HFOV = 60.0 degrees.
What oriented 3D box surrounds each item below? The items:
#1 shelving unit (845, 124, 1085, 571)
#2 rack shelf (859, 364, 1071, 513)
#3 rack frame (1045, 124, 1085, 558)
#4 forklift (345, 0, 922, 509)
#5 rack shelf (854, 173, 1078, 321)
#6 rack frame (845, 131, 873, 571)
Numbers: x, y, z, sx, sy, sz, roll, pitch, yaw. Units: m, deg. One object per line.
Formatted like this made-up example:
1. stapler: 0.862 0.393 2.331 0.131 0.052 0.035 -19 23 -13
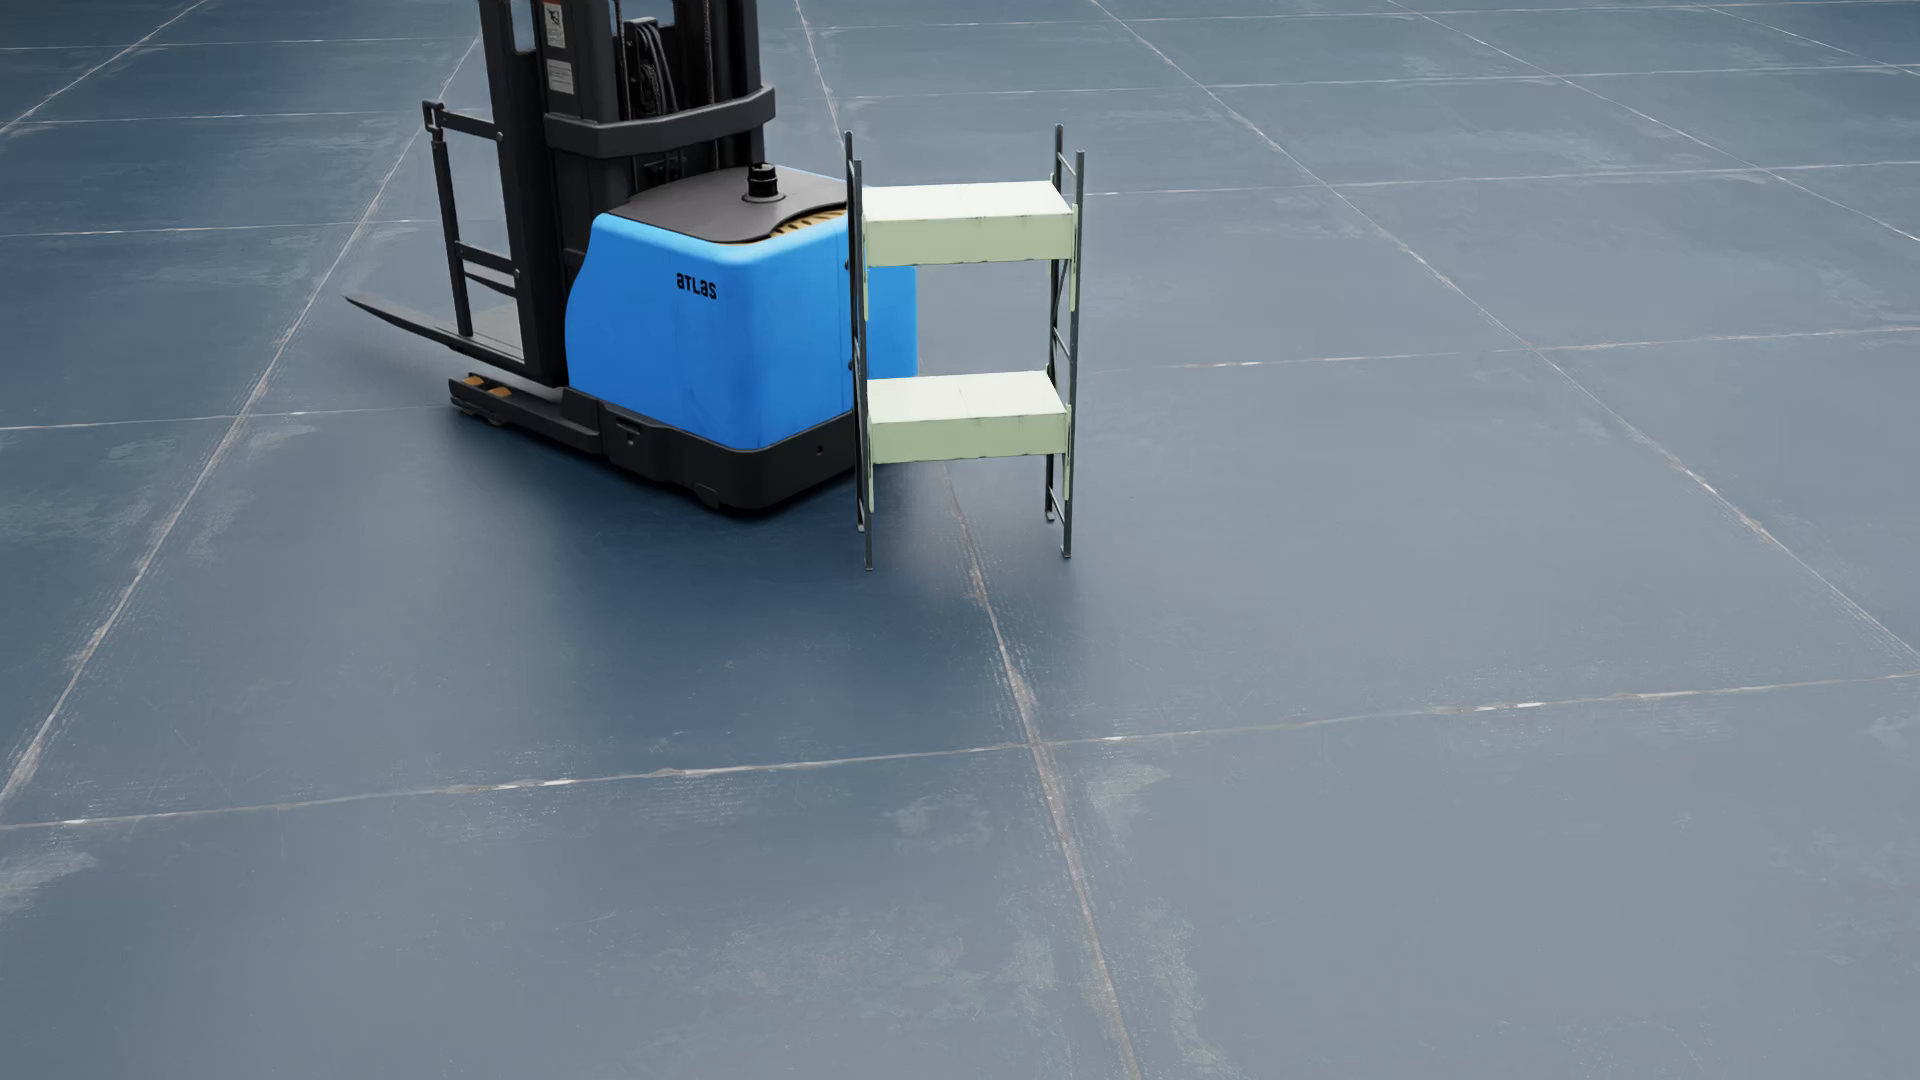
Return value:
1. shelving unit: 0.007 -0.668 5.908 0.755 1.500 0.431 -4 27 -7
2. rack shelf: 0.007 -0.378 6.057 0.720 0.370 0.431 -4 27 -7
3. rack frame: 0.369 -0.691 5.954 0.023 1.500 0.400 -4 27 -7
4. forklift: -1.612 -1.963 6.866 3.031 2.935 1.130 21 34 35
5. rack shelf: 0.007 -1.015 5.730 0.720 0.370 0.431 -4 27 -7
6. rack frame: -0.356 -0.644 5.863 0.023 1.500 0.400 -4 27 -7
